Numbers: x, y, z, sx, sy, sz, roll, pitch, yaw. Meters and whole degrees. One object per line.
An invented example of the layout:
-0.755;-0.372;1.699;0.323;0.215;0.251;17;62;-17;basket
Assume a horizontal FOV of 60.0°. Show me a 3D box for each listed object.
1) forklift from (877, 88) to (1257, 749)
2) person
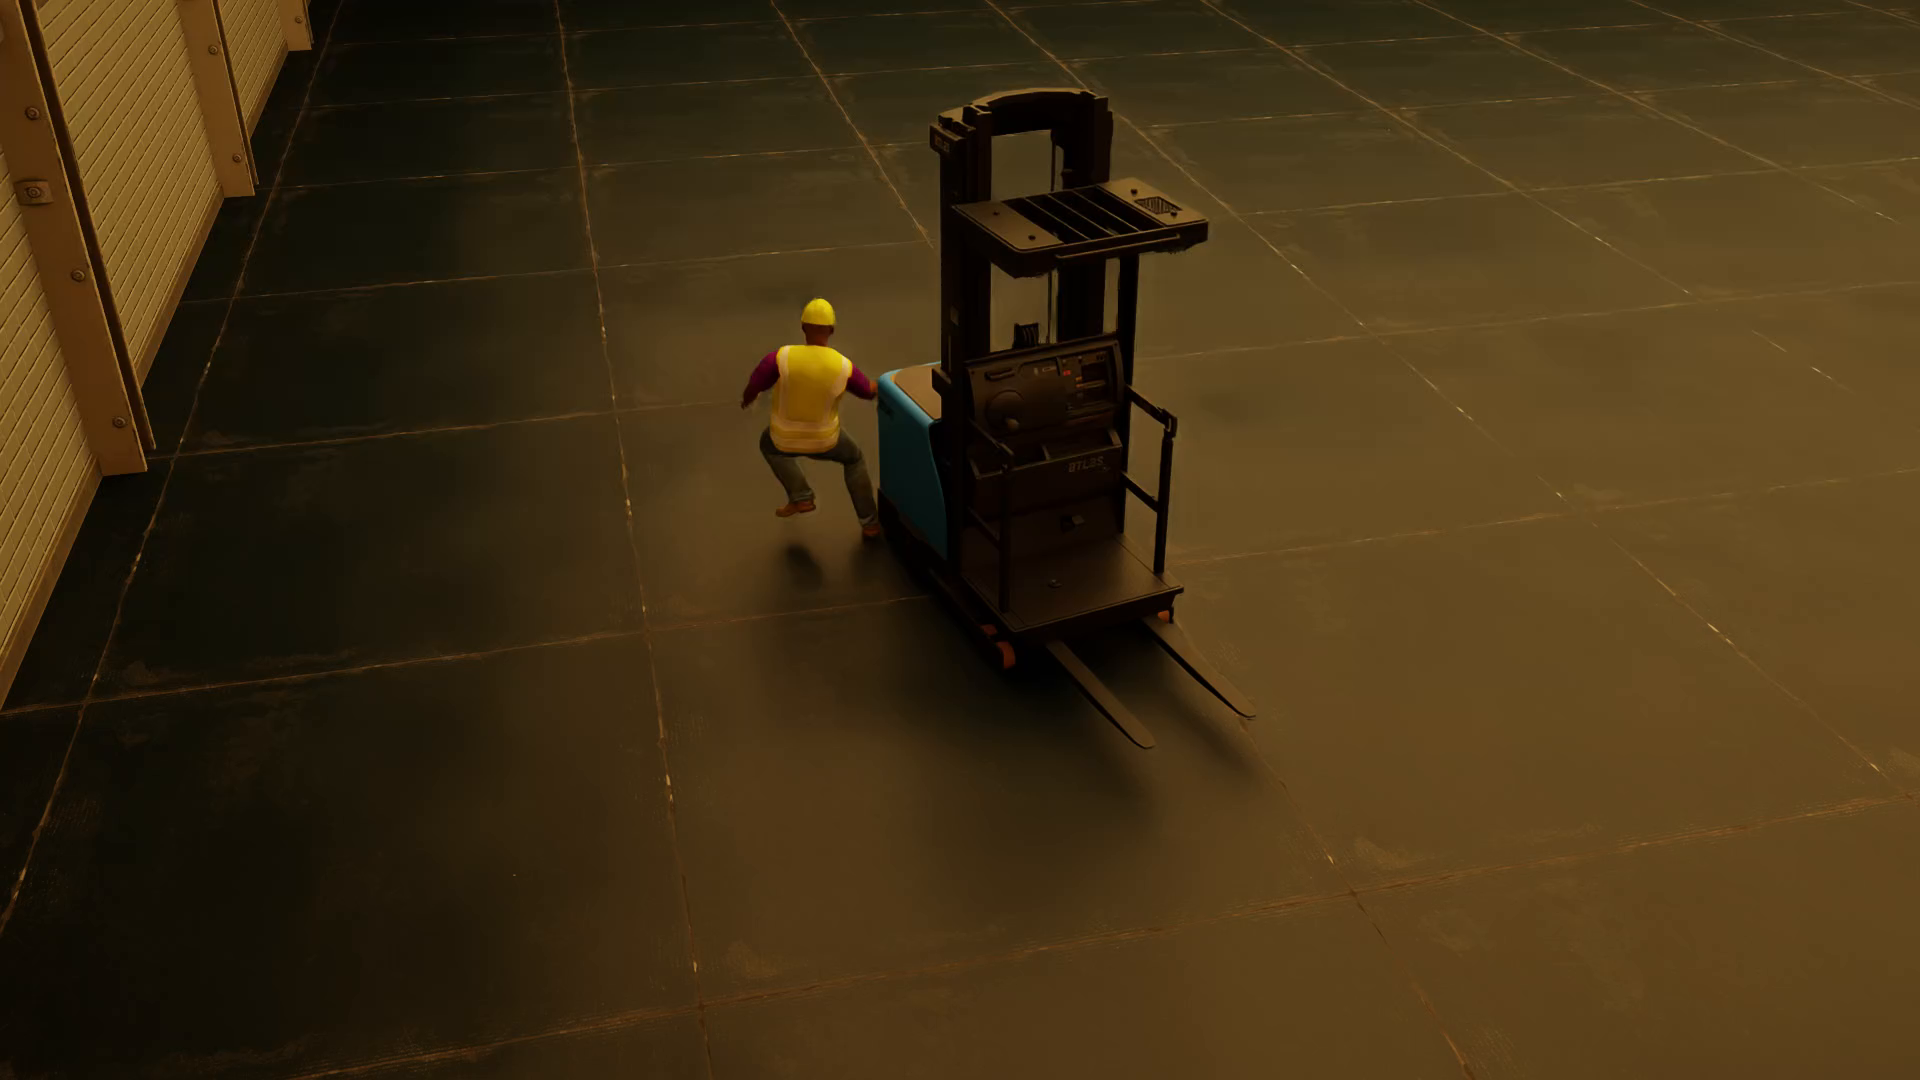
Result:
0.571;-0.794;8.946;1.130;2.935;3.031;-13;33;-22;forklift
-0.923;-0.779;10.269;0.861;1.603;0.736;-1;30;-2;person
